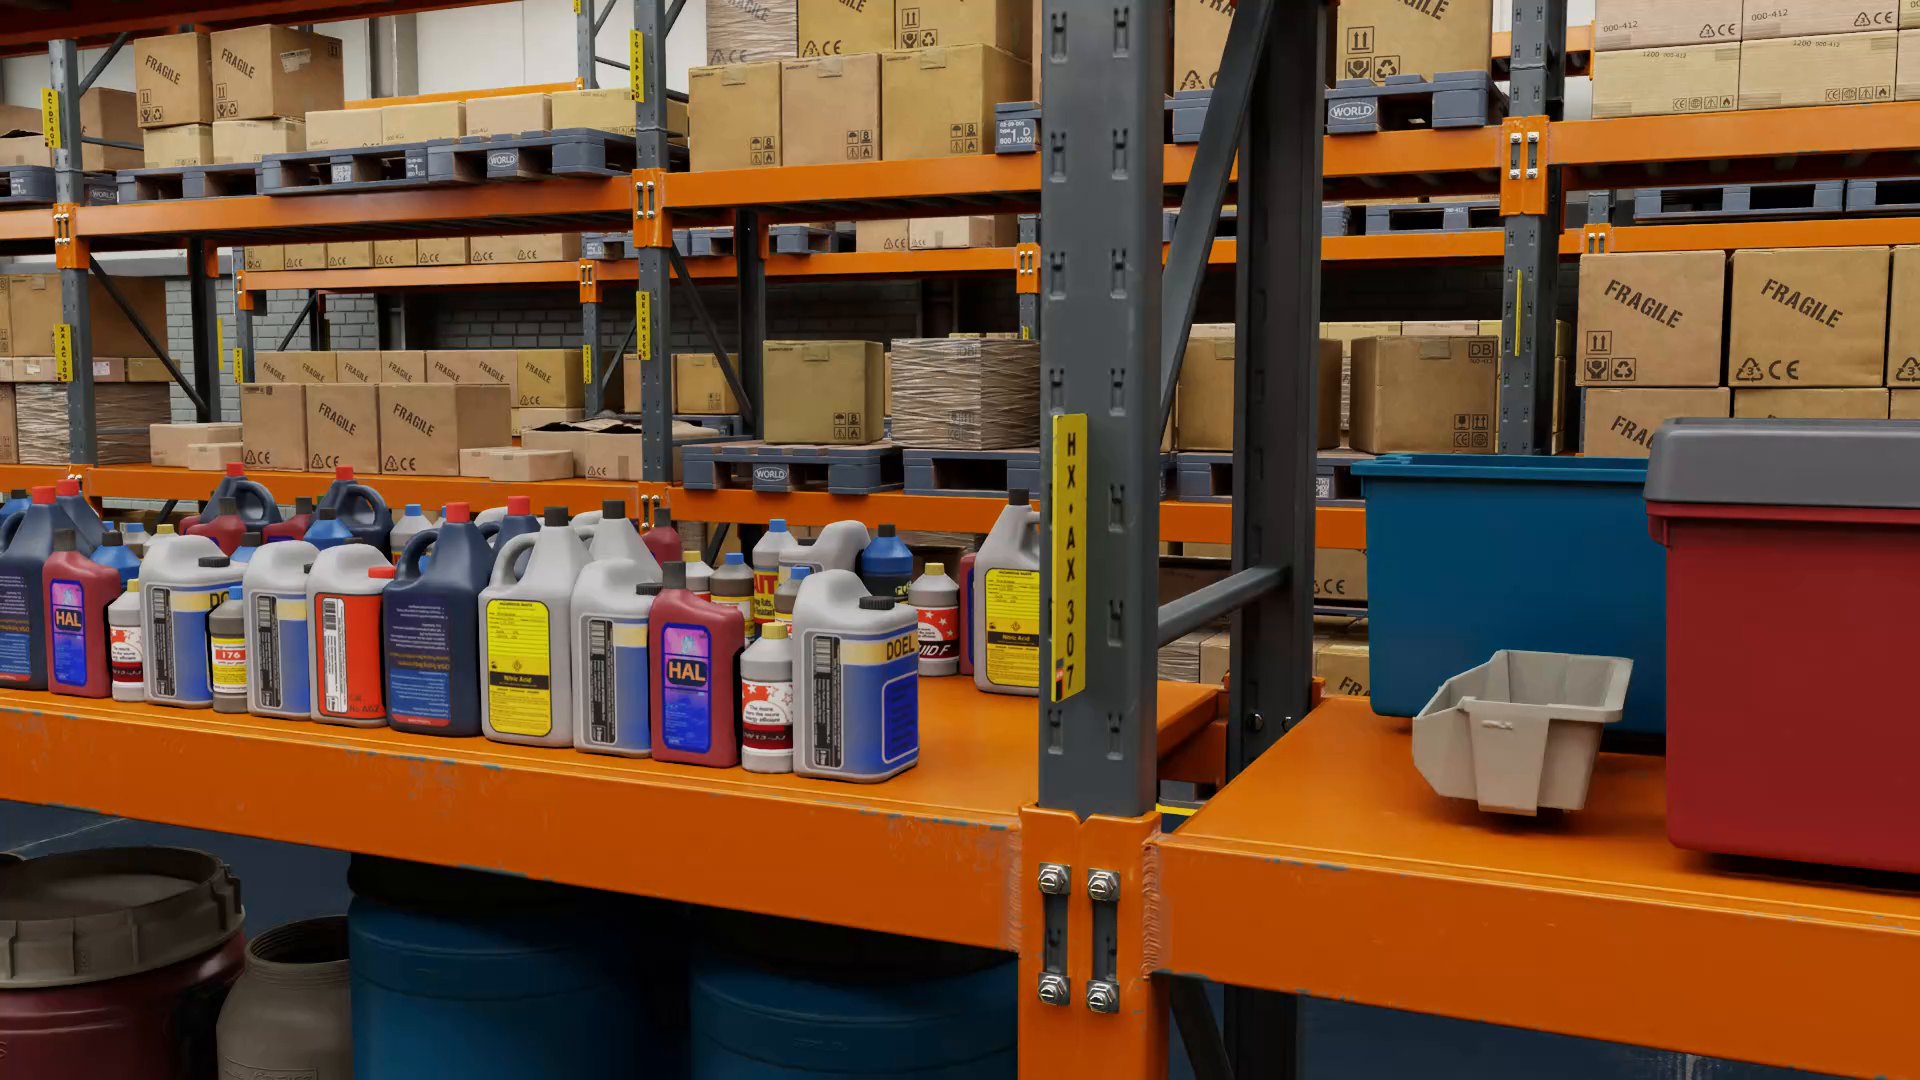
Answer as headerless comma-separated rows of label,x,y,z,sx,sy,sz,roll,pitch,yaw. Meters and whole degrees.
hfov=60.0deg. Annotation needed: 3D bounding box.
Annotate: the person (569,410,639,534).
person,-2.369,-0.067,11.102,1.024,1.576,0.524,2,6,21
